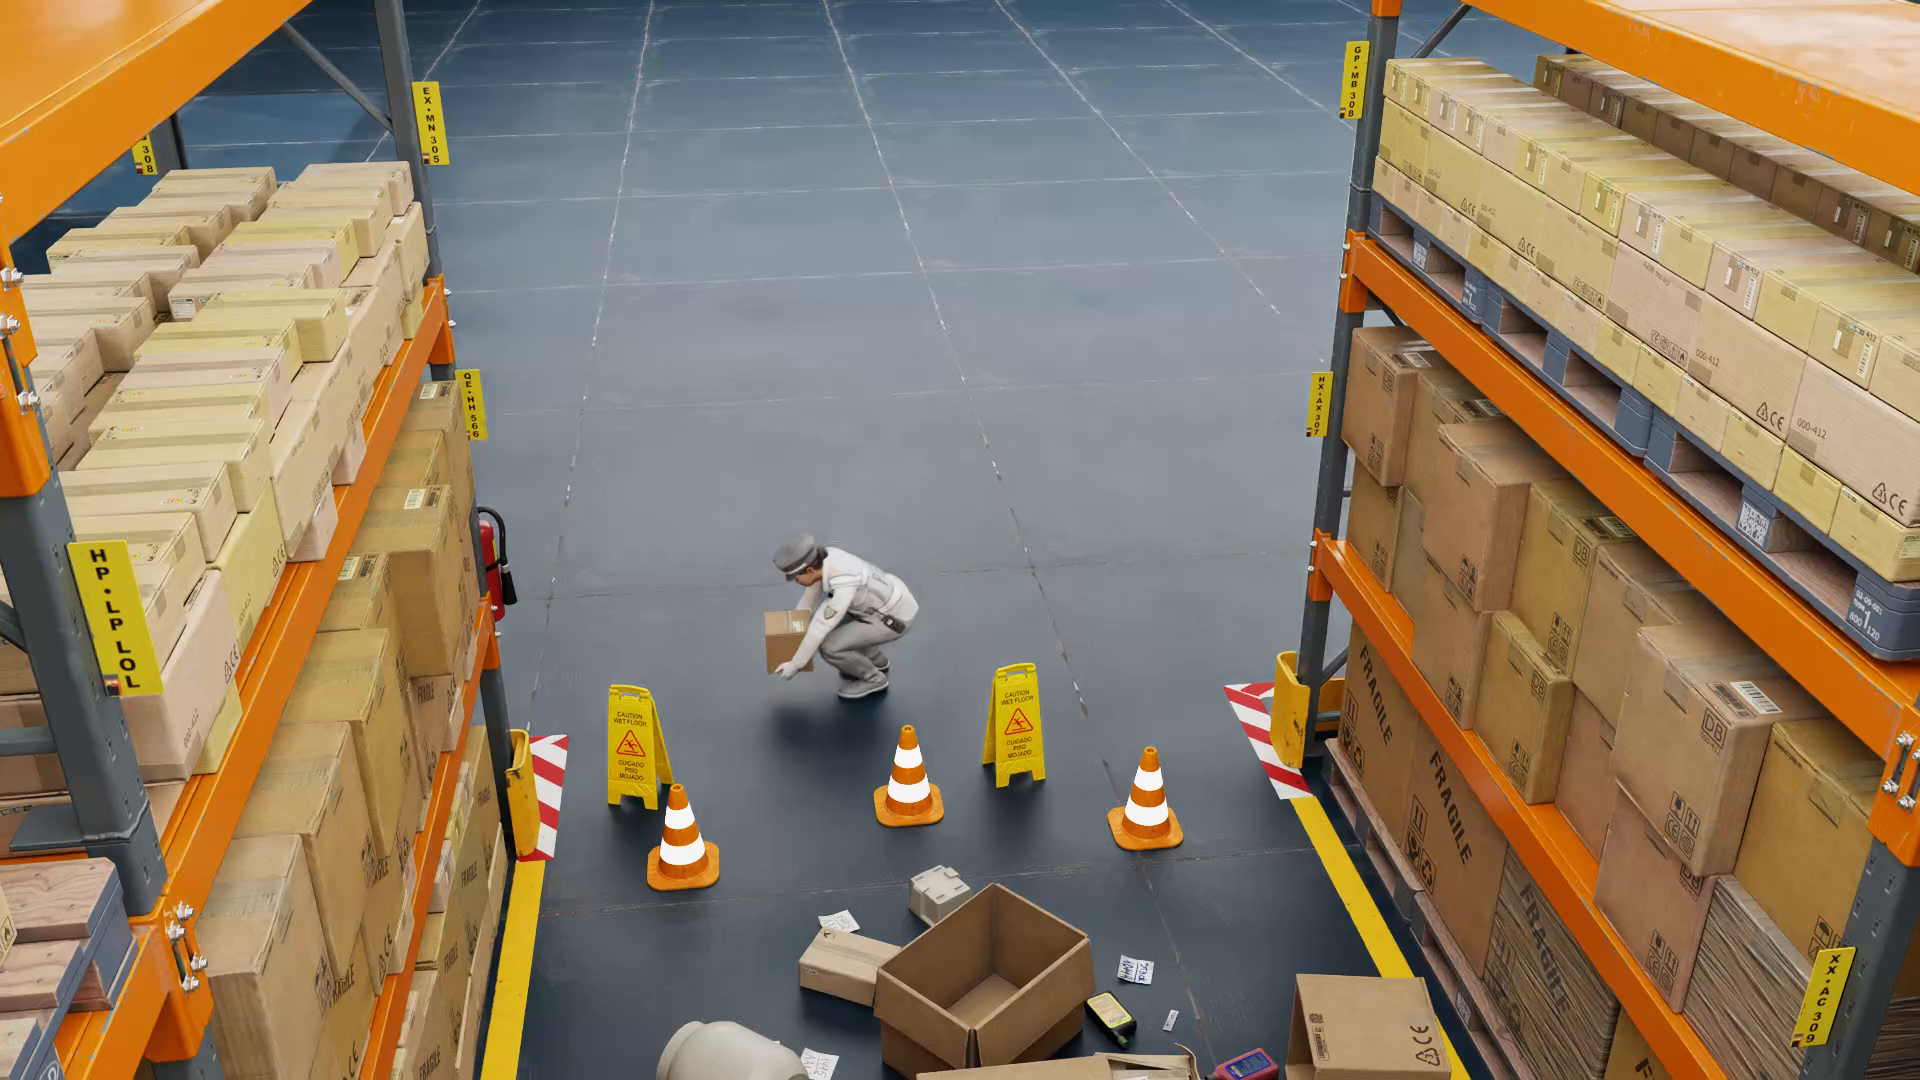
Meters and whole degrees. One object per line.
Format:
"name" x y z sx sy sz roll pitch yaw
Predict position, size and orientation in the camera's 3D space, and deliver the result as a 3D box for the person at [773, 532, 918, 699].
"person" -0.639 0.384 9.100 0.822 0.989 0.471 -7 28 -14
